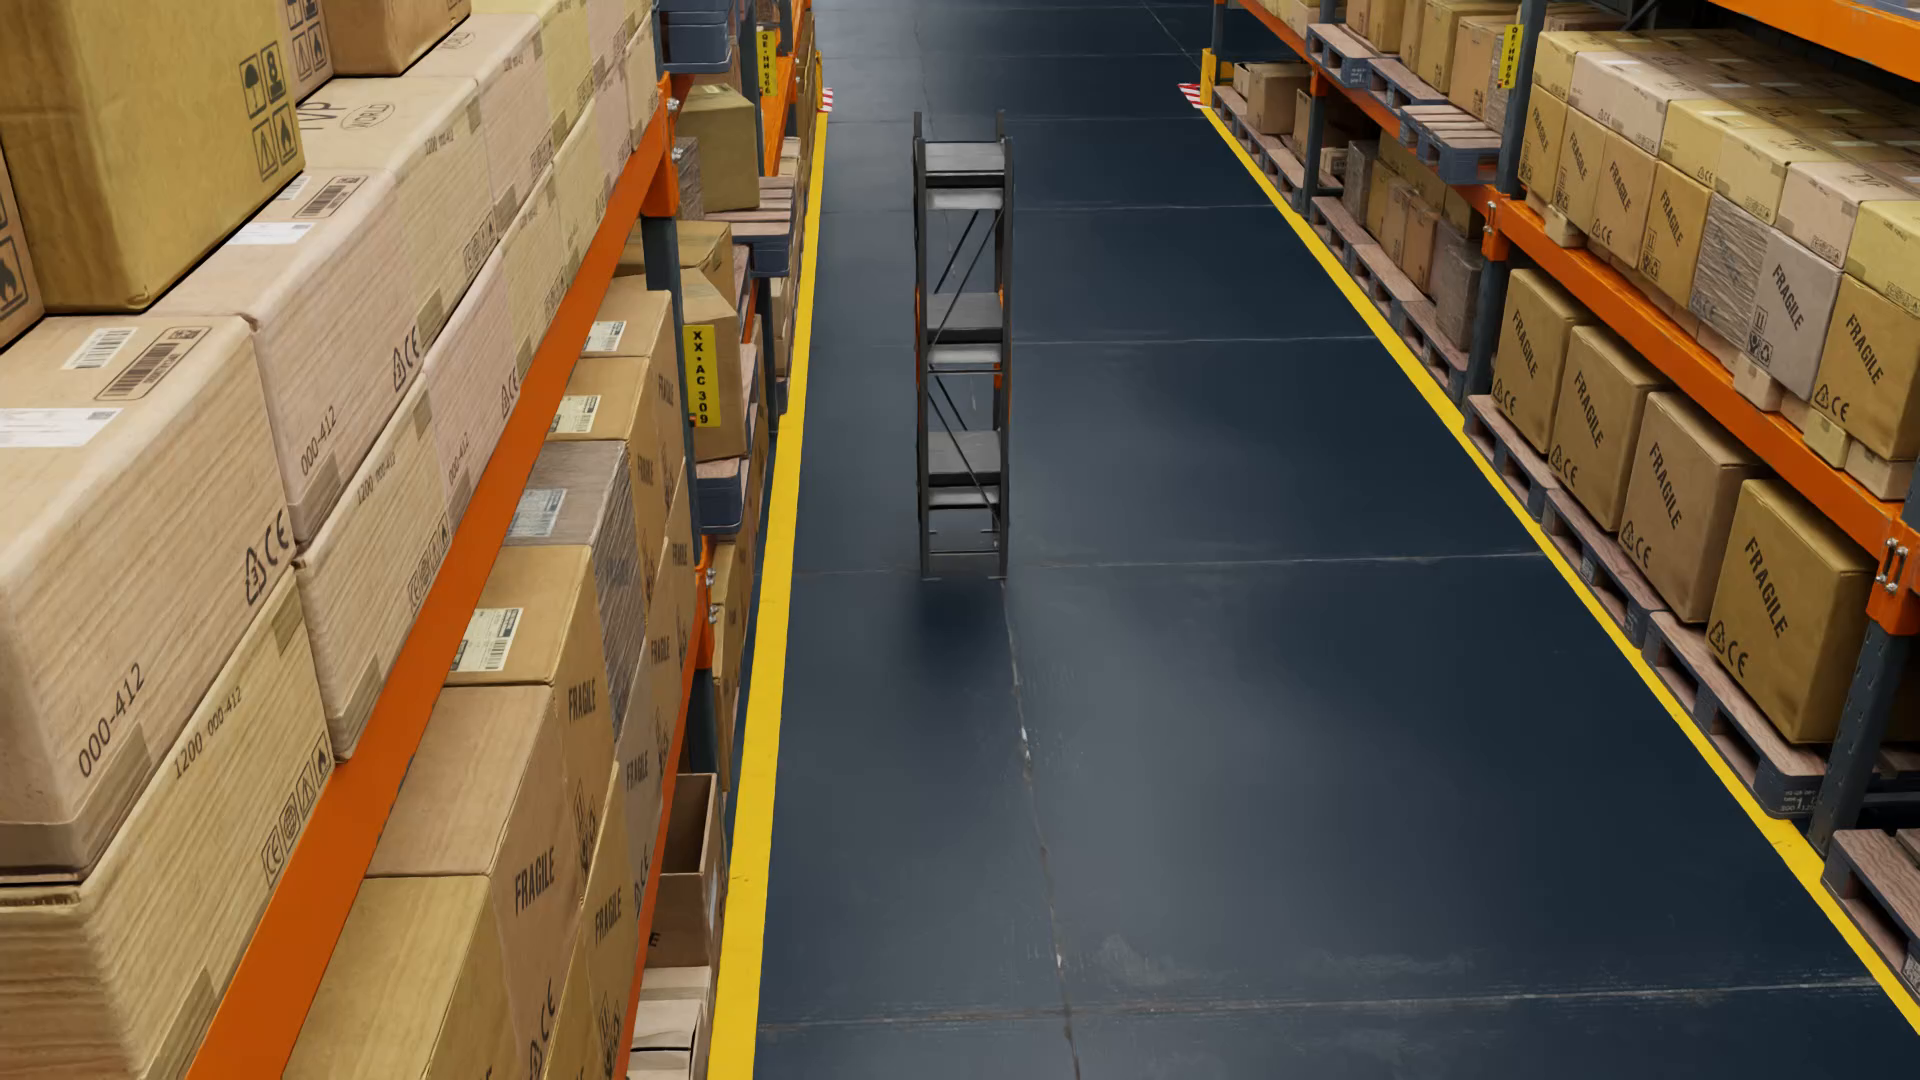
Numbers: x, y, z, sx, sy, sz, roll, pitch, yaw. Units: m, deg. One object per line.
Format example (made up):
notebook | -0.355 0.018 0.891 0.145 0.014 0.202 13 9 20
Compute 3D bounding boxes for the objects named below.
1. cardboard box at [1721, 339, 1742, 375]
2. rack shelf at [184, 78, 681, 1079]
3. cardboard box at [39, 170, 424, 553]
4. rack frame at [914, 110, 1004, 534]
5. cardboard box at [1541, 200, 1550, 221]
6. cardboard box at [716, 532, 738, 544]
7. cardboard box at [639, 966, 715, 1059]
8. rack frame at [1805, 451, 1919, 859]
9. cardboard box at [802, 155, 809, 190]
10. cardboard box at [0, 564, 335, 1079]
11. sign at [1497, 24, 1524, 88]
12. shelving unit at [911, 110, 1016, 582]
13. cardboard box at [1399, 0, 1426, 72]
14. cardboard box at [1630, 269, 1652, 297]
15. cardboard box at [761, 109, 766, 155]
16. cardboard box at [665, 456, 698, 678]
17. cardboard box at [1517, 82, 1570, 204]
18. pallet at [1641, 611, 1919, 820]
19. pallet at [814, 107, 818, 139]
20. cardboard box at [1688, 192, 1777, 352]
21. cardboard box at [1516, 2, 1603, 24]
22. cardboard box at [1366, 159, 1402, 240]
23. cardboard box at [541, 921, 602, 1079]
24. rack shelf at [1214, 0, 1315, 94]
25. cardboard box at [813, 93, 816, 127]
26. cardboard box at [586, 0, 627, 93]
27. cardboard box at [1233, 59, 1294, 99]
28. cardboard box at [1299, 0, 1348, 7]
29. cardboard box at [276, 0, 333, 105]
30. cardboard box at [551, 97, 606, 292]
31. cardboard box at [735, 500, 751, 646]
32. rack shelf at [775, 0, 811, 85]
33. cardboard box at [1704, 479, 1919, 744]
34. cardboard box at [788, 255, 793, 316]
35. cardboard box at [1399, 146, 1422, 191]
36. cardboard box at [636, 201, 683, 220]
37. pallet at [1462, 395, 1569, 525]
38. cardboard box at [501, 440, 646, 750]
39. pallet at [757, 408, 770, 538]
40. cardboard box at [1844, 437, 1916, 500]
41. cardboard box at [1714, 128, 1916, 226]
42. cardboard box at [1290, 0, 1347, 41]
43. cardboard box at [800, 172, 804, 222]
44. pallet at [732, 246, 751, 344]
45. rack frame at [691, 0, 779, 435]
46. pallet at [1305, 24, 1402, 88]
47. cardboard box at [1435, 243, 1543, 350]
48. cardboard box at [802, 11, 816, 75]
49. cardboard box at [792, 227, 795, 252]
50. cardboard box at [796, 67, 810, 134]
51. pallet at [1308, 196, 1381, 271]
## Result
cardboard box | 3.299 -0.732 6.659 0.380 0.149 0.250 -1 28 -3
rack shelf | -1.218 -0.179 2.884 1.077 0.370 4.000 -1 28 -3
cardboard box | -0.900 -0.204 1.776 0.500 0.250 0.500 -1 28 -3
rack frame | -0.004 -0.967 7.834 0.400 2.100 0.015 -1 28 -3
cardboard box | 3.205 -1.684 8.485 0.380 0.149 0.250 -1 28 -2
cardboard box | -1.157 -0.202 6.811 0.500 0.250 0.500 -1 28 -3
cardboard box | -0.930 1.405 4.919 0.380 0.149 0.250 -1 28 -3
rack frame | 3.624 -0.213 5.415 1.000 3.000 0.127 -1 28 -3
cardboard box | -1.462 -2.975 13.229 0.500 0.250 0.500 -1 28 -3
cardboard box | -0.887 0.248 1.448 0.500 0.250 0.500 -1 28 -3
sign | 2.874 -2.521 8.674 0.100 0.325 0.005 -1 28 -3
shelving unit | 0.009 -0.855 7.618 0.431 2.100 0.503 -1 28 -3
cardboard box | 3.286 -3.350 10.845 0.700 0.500 0.500 2 28 4
cardboard box | 3.296 -1.207 7.570 0.380 0.149 0.250 -1 28 -2
cardboard box | -1.385 -2.317 9.546 0.500 0.311 0.500 -2 28 -3
cardboard box | -1.040 0.088 4.729 0.500 0.500 0.500 -1 28 -2
cardboard box | 3.185 -2.015 8.418 0.500 0.500 0.500 -1 28 -1
pallet | 3.508 0.669 6.740 1.003 0.211 1.213 -1 28 -3
pallet | -1.868 -4.045 15.777 1.003 0.211 1.213 -1 28 -3
cardboard box | 3.294 -1.073 6.612 0.500 0.500 0.500 -1 28 -3
cardboard box | 3.336 -2.894 9.270 0.380 0.149 0.250 -6 28 -11
cardboard box | 3.338 -2.418 11.869 0.700 0.500 0.500 -2 28 -4
cardboard box | -0.929 1.030 2.924 0.500 0.500 0.500 -1 28 -3
rack shelf | 3.102 -4.512 14.436 1.077 0.370 4.000 -1 28 -3
cardboard box | -1.560 -3.899 15.001 0.500 0.250 0.500 -1 28 -3
cardboard box | -1.003 -1.128 3.547 0.500 0.250 0.500 -1 28 -3
cardboard box | 2.944 -4.436 15.944 0.500 0.311 0.500 -4 28 -8
cardboard box | 2.873 -4.393 12.760 0.500 0.500 0.500 -1 28 -3
cardboard box | -1.232 -0.760 2.031 0.700 0.500 0.500 -1 28 -3
cardboard box | -0.982 -0.675 3.220 0.500 0.250 0.500 -1 28 -3
cardboard box | -1.162 0.115 7.013 0.500 0.500 0.500 -1 28 -2
rack shelf | -1.845 -4.391 14.203 1.077 0.370 4.000 -1 28 -3
cardboard box | 3.460 0.257 6.385 0.750 0.750 0.750 -1 28 -2
cardboard box | -1.326 -1.627 10.646 0.500 0.250 0.500 -2 28 -4
cardboard box | 3.319 -2.544 11.300 0.500 0.250 0.500 -2 28 -4
cardboard box | -1.477 -1.137 6.624 0.700 0.500 0.500 -8 29 -16
pallet | 3.381 -0.458 8.900 1.003 0.211 1.213 -1 28 -3
cardboard box | -0.982 0.117 3.593 0.500 0.500 0.500 -1 28 -2
pallet | -1.530 -0.357 8.706 1.003 0.211 1.213 -1 28 -3
cardboard box | 3.324 -0.260 5.755 0.380 0.149 0.250 -1 28 -2
cardboard box | 3.300 -1.412 6.452 0.500 0.250 0.500 -1 28 -2
cardboard box | 2.879 -4.062 12.934 0.500 0.250 0.500 -1 28 -3
cardboard box | -1.429 -2.569 12.451 0.500 0.250 0.500 -2 28 -3
pallet | -1.425 -0.956 7.047 1.003 0.211 1.213 -1 28 -3
rack frame | -1.532 -1.939 8.724 1.000 3.000 0.127 -1 28 -3
pallet | 3.101 -3.466 11.860 1.003 0.211 1.213 -1 28 -3
cardboard box | 3.325 -1.478 10.068 0.700 0.500 0.500 -1 28 -2
cardboard box | -1.624 -4.693 15.712 0.500 0.500 0.500 -1 28 -3
cardboard box | -1.353 -2.119 10.982 0.500 0.311 0.500 -2 28 -3
cardboard box | -1.486 -3.538 13.499 0.500 0.500 0.500 -1 28 -3
pallet | 3.248 -2.312 12.454 1.003 0.211 1.213 -1 28 -3
